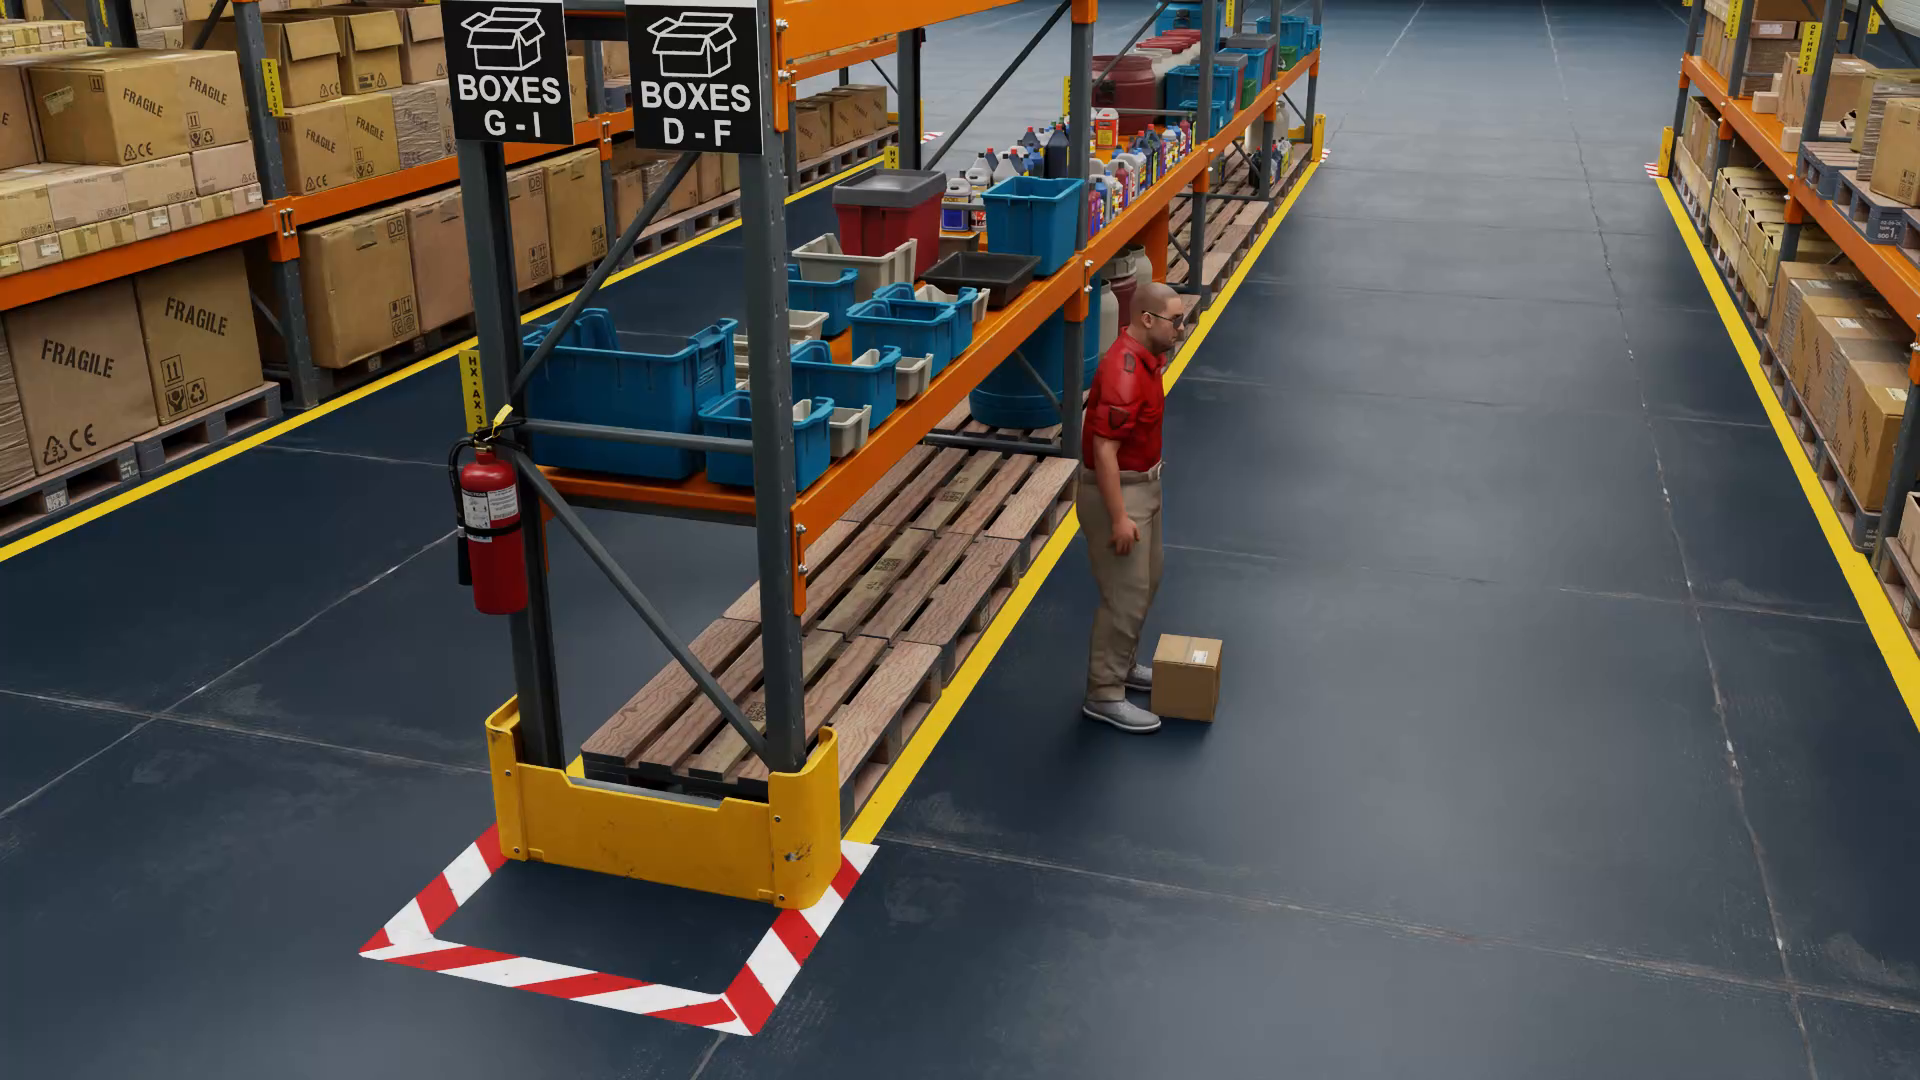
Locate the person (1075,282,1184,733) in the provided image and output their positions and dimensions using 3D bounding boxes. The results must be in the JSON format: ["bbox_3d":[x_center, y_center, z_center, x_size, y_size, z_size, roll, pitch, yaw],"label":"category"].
[{"bbox_3d":[0.665,-0.152,6.488,0.396,1.726,0.584,6,23,15],"label":"person"}]
